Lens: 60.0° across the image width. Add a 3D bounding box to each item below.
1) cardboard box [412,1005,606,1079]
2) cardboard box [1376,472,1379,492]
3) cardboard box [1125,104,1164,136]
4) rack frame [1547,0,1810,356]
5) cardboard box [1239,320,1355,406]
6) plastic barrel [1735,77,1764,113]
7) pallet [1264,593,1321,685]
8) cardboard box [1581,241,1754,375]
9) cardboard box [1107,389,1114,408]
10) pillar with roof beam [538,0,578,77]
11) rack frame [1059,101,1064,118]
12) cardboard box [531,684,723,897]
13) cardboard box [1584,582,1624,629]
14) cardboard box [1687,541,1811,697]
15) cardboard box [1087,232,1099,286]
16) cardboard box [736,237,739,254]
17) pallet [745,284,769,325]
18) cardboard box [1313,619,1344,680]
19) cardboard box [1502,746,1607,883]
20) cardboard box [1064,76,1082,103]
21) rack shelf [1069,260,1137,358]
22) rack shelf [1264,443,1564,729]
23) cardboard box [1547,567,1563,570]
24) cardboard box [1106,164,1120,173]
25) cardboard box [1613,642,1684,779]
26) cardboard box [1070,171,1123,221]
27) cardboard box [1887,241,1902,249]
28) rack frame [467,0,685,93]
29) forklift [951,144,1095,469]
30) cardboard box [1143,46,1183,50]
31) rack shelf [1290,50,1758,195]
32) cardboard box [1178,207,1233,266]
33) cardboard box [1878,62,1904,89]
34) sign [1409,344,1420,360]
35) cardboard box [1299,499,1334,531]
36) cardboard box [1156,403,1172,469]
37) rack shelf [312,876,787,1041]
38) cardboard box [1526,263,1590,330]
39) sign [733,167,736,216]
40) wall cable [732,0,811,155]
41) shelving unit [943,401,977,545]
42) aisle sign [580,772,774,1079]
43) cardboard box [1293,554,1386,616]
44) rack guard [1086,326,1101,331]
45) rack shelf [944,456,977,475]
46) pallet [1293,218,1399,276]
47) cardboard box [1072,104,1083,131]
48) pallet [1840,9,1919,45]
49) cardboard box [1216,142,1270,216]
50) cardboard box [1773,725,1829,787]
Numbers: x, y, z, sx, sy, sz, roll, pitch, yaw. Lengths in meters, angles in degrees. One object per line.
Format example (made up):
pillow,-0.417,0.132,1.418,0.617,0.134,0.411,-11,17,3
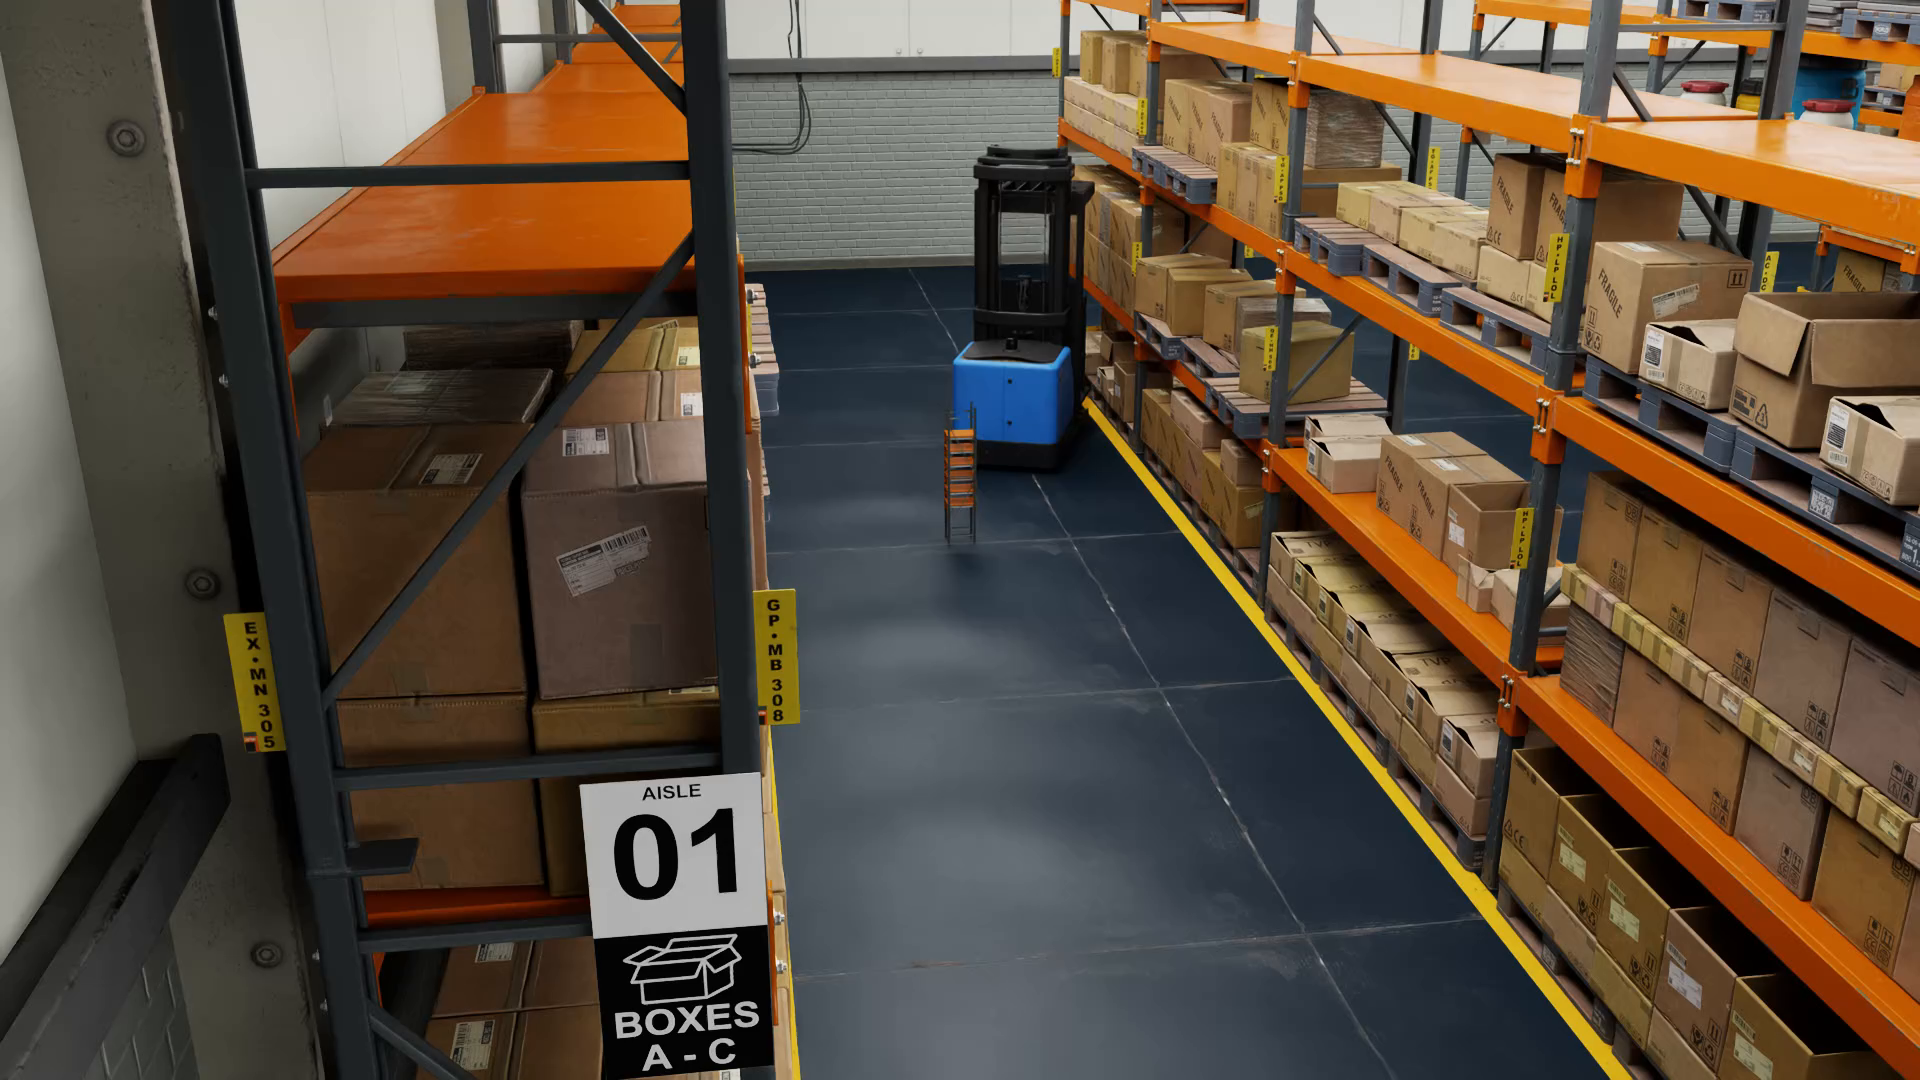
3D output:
cardboard box,-1.225,1.662,4.594,0.500,0.500,0.500,-3,21,-8
cardboard box,3.041,-0.360,11.252,0.380,0.149,0.250,-1,21,-4
cardboard box,1.886,-4.025,15.918,0.500,0.250,0.500,-3,21,-8
rack frame,3.378,-2.342,7.625,1.000,3.000,0.127,-3,21,-8
cardboard box,2.599,-1.372,12.860,0.700,0.500,0.500,-10,23,-26
plastic barrel,7.459,-3.934,15.306,0.600,0.588,0.600,0,20,0
pallet,2.881,0.677,12.102,1.003,0.211,1.213,-3,21,-8
cardboard box,3.190,-1.058,7.531,0.500,0.500,0.500,-1,21,-3
cardboard box,1.748,-1.482,17.342,0.380,0.149,0.250,-3,21,-8
pillar with roof beam,0.626,-5.276,15.482,9.100,9.000,0.400,-3,21,-8
rack frame,1.648,-3.686,19.798,1.000,3.000,0.127,-3,21,-8
cardboard box,-0.748,0.515,4.092,0.500,0.500,0.500,-2,21,-6
cardboard box,3.261,0.308,8.035,0.380,0.149,0.250,-3,21,-7
cardboard box,3.594,0.316,7.087,0.700,0.500,0.500,-3,21,-8
cardboard box,1.671,-3.041,17.927,0.500,0.500,0.500,-3,21,-7
cardboard box,-1.093,-0.860,6.344,0.500,0.500,0.500,-2,21,-5
pallet,-1.660,-1.176,9.058,1.213,0.211,1.003,-3,21,-8
cardboard box,2.740,0.725,11.318,0.500,0.250,0.500,-3,21,-9
cardboard box,3.135,1.385,8.479,0.500,0.500,0.500,-3,21,-8
cardboard box,1.465,-5.064,18.701,0.500,0.250,0.500,-3,21,-8
rack shelf,1.936,-2.657,18.070,1.077,0.370,4.000,-3,21,-8
rack shelf,3.090,0.113,10.654,1.077,0.370,4.000,-3,21,-8
cardboard box,3.452,0.269,9.567,0.380,0.149,0.250,-3,21,-8
cardboard box,1.984,-4.061,19.231,0.500,0.500,0.500,-3,21,-8
cardboard box,3.531,0.757,7.758,0.700,0.500,0.500,-3,21,-8
cardboard box,1.534,-3.854,18.675,0.500,0.500,0.500,-3,21,-7
cardboard box,11.326,-3.572,19.851,0.380,0.149,0.250,-3,21,-9
rack frame,-1.523,-2.091,6.952,1.000,3.000,0.127,-3,21,-8
forklift,0.736,-2.533,16.810,1.130,2.935,3.031,4,21,12
cardboard box,2.185,-4.568,16.301,0.700,0.500,0.500,-3,21,-8
rack shelf,3.090,-2.510,9.675,1.077,0.370,4.000,-3,21,-8
cardboard box,2.435,-2.994,16.373,0.500,0.500,0.500,-2,21,-6
cardboard box,11.580,-5.703,20.025,0.700,0.500,0.500,-4,21,-11
sign,3.350,-1.488,12.258,0.100,0.325,0.005,-3,21,-8
cardboard box,3.019,-0.123,13.203,0.500,0.500,0.500,-2,21,-5
cardboard box,2.141,-0.972,15.477,0.500,0.500,0.500,-3,21,-7
rack shelf,-1.235,0.344,5.749,1.077,0.370,4.000,-3,21,-8
cardboard box,3.299,-1.277,8.675,0.500,0.250,0.500,-1,20,-2
sign,-1.563,-2.339,11.166,0.100,0.325,0.005,-3,21,-8
wall cable,-3.715,-6.767,23.911,3.097,2.526,0.112,-3,21,-8
shelving unit,0.002,-0.557,13.993,0.258,1.200,0.189,-3,21,-8
aisle sign,-0.640,0.897,3.813,0.394,0.787,0.004,-3,21,-8
cardboard box,2.670,0.290,11.681,0.500,0.311,0.500,-3,21,-9
rack guard,1.659,-2.489,20.165,1.175,0.500,0.348,-3,21,-8
rack shelf,0.002,-0.628,13.966,0.258,0.103,0.180,-3,21,-8
pallet,2.988,-2.003,11.274,1.213,0.211,1.003,-2,21,-5
cardboard box,1.530,-4.657,18.324,0.500,0.250,0.500,-3,21,-8
pallet,7.630,-3.951,12.774,1.213,0.211,1.003,-3,21,-8
cardboard box,2.557,-2.874,13.195,0.910,0.500,0.500,-3,21,-8
cardboard box,3.485,0.843,6.601,0.380,0.149,0.250,-3,21,-8
